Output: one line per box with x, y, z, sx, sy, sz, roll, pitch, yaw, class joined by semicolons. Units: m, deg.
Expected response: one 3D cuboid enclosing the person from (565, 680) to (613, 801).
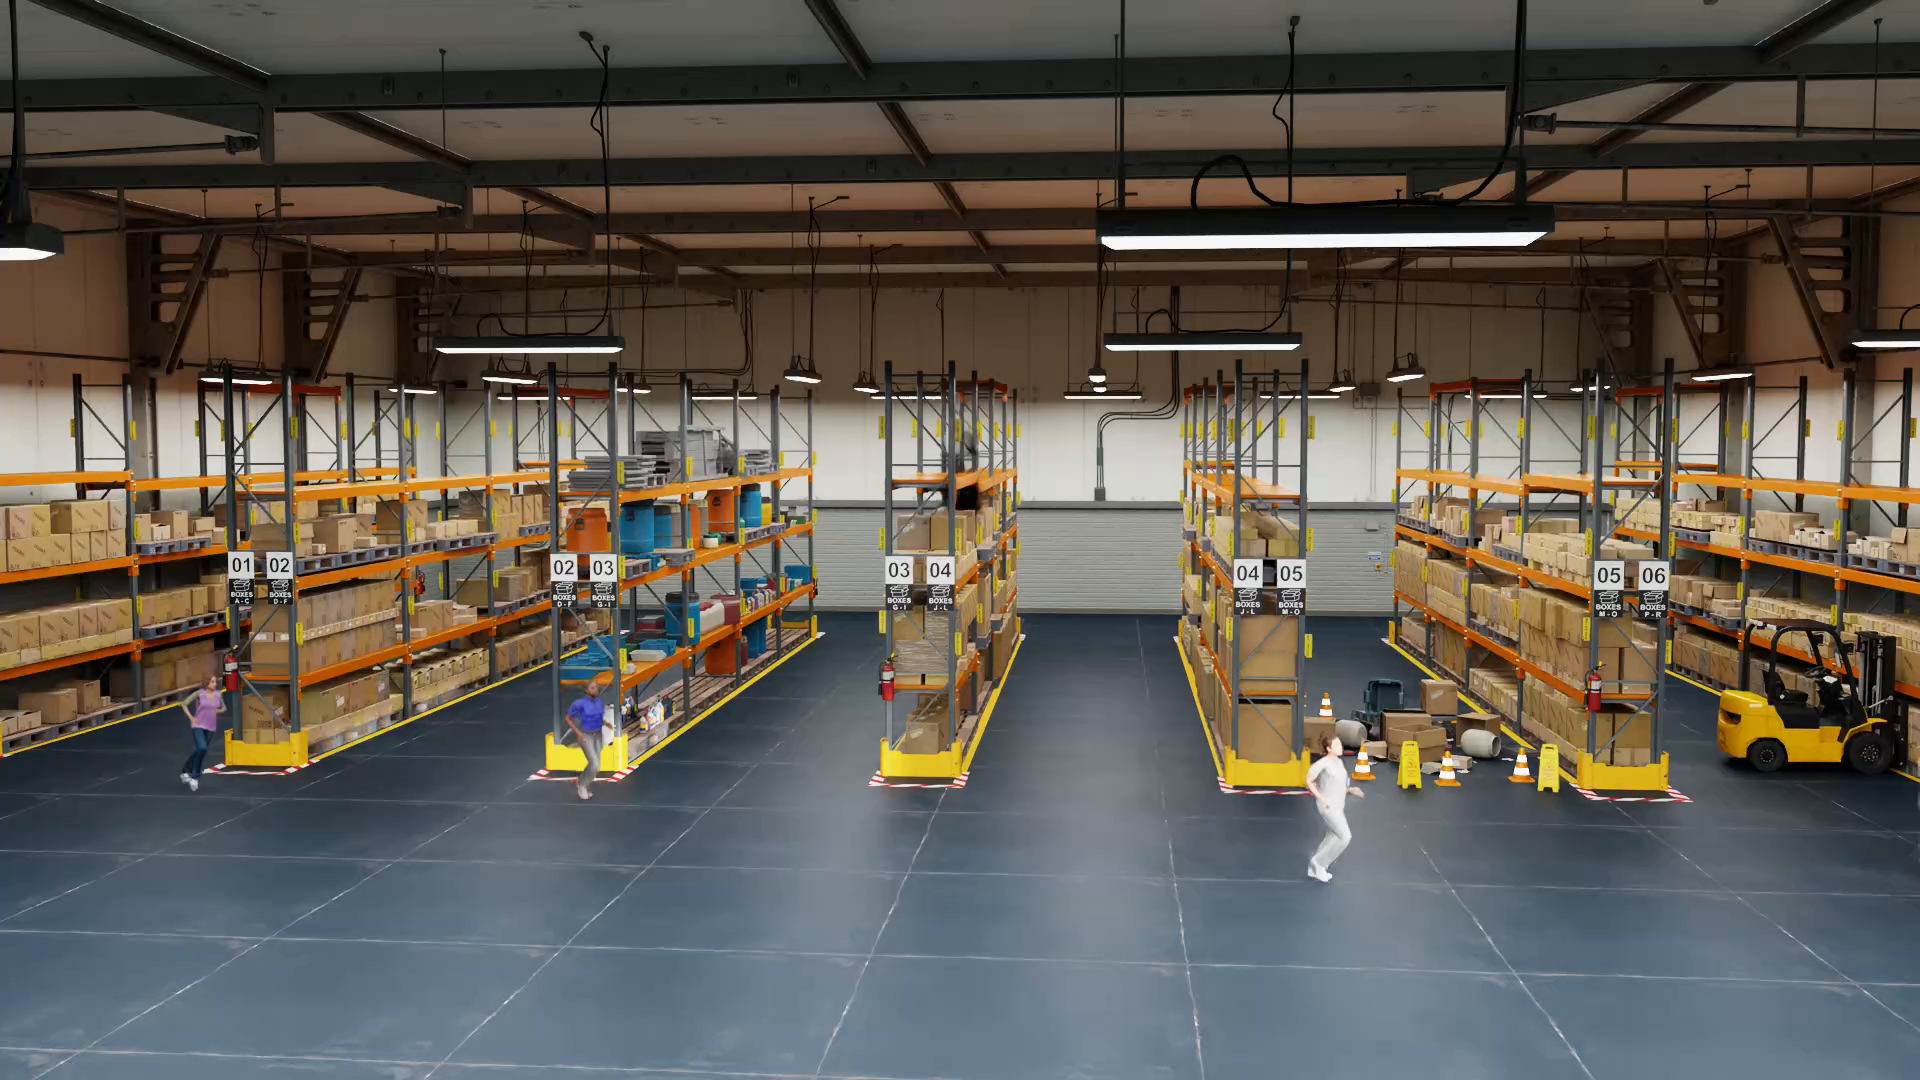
-4.977;2.706;22.487;0.633;1.633;0.546;3;5;36;person

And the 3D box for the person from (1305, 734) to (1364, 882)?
4.128;2.961;18.364;0.615;1.631;0.539;3;5;41;person

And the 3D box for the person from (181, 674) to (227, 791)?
-10.718;2.699;23.514;0.641;1.563;0.632;3;5;36;person
